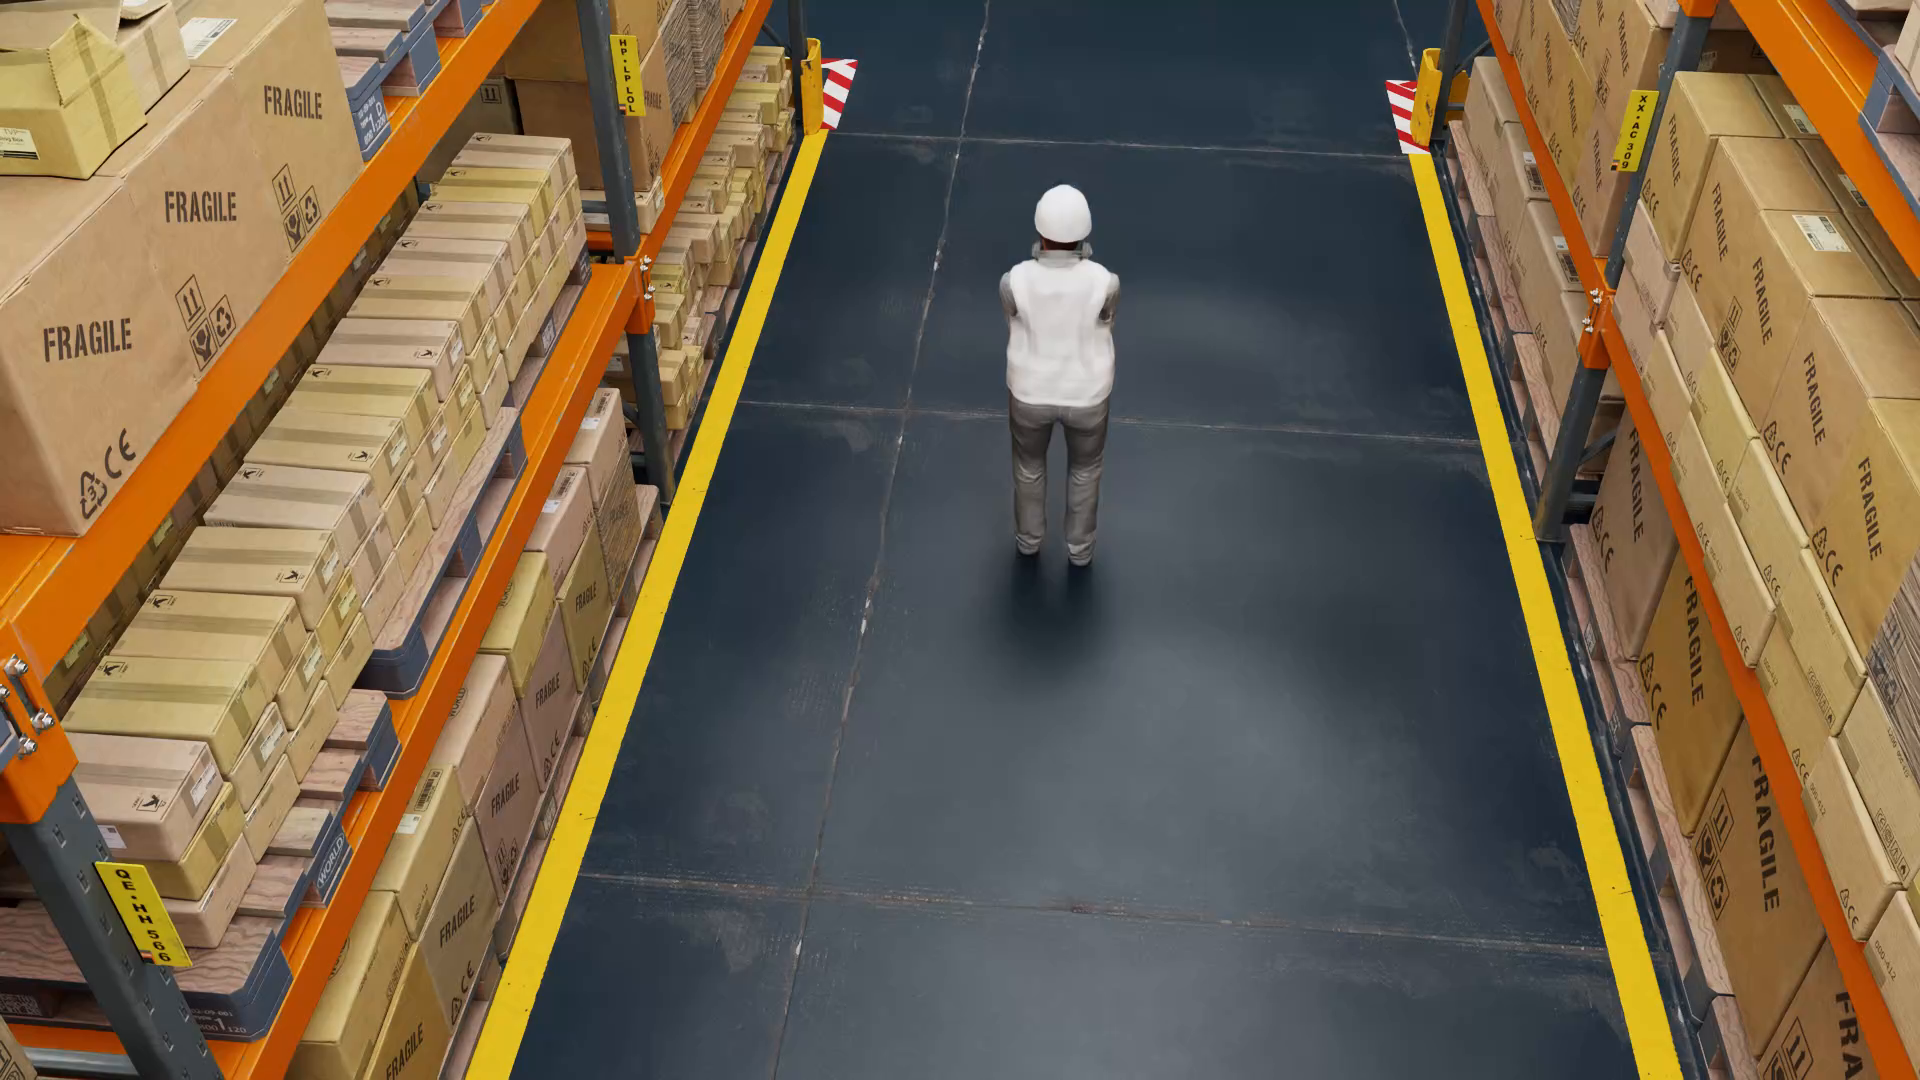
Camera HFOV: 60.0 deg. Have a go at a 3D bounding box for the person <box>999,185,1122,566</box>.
[{"bbox_3d":[0.410,-0.692,6.972,0.480,1.770,0.562,3,40,3],"label":"person"}]
